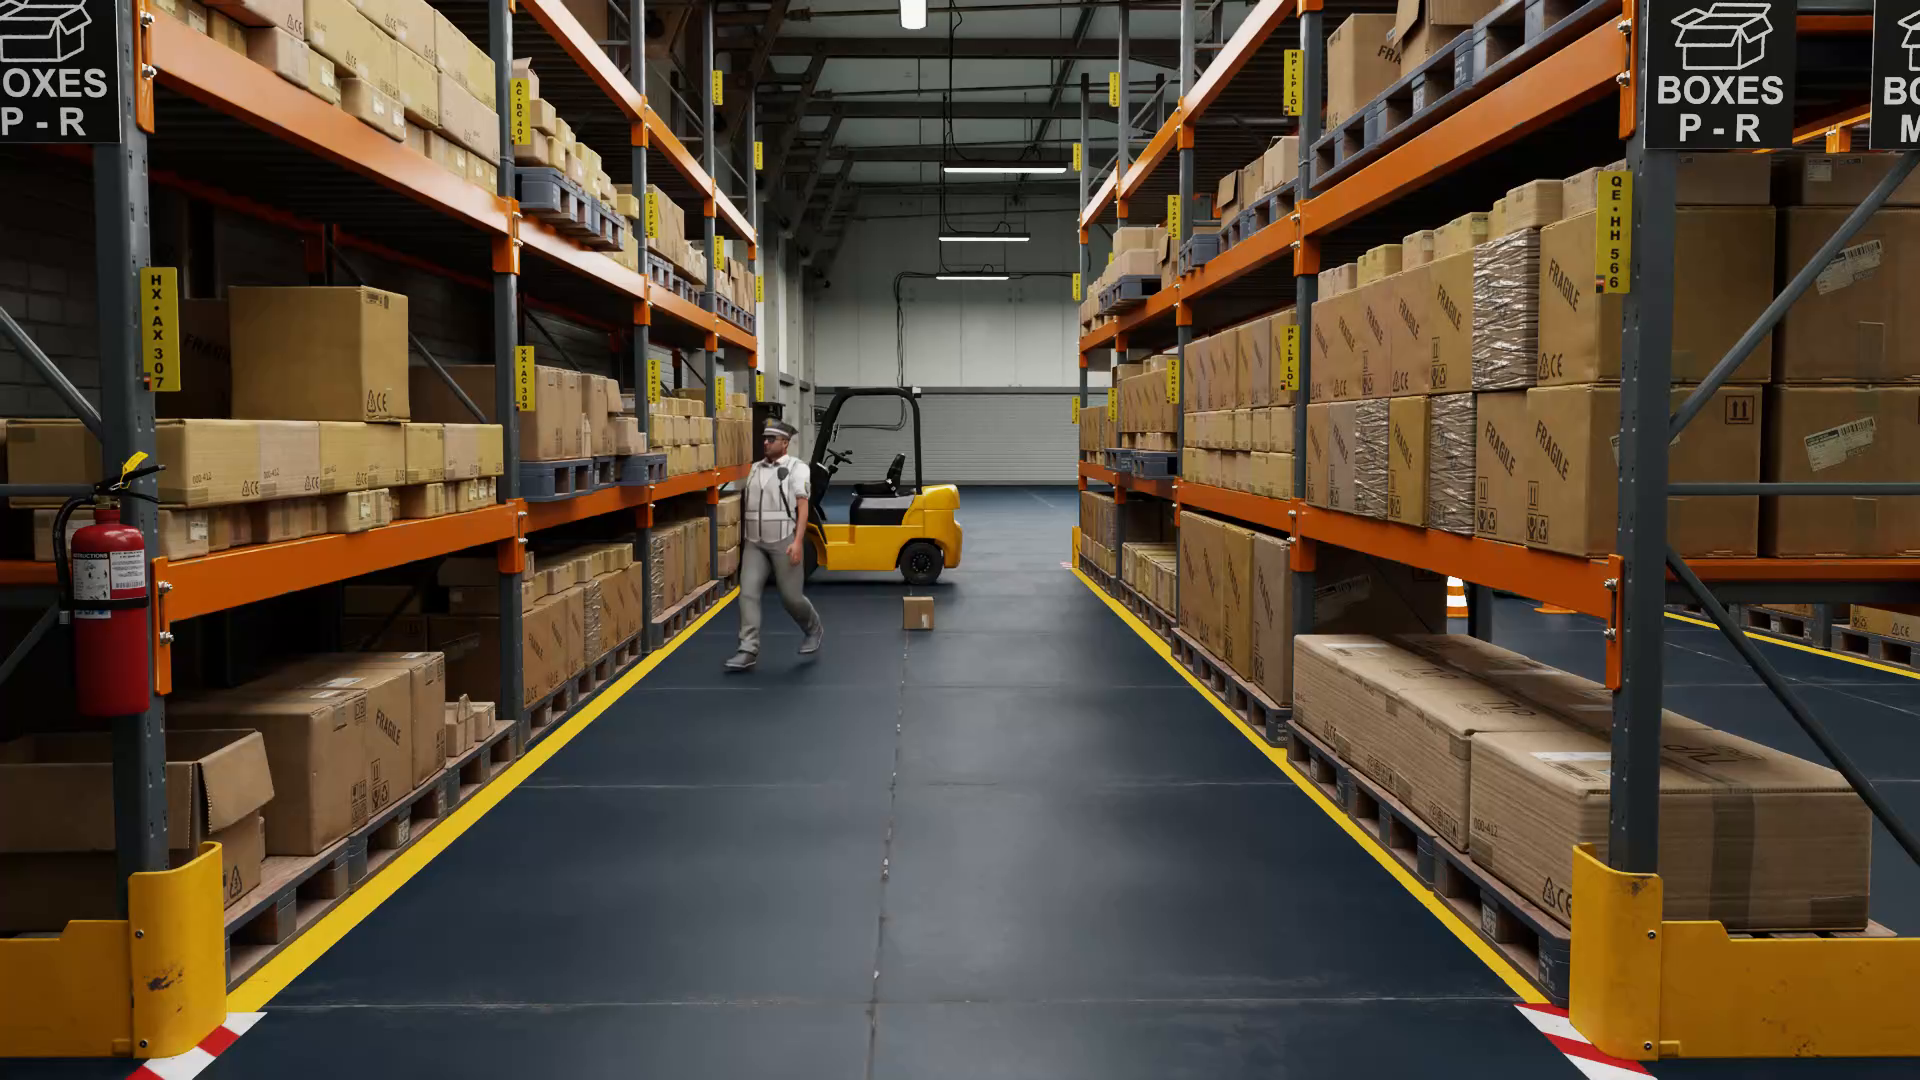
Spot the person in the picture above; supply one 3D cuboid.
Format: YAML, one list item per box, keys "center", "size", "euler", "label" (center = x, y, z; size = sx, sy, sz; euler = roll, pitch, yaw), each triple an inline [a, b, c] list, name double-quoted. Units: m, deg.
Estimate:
- center: [-1.328, 0.010, 11.760]
  size: [0.536, 1.736, 0.853]
  euler: [1, 4, 22]
  label: "person"
